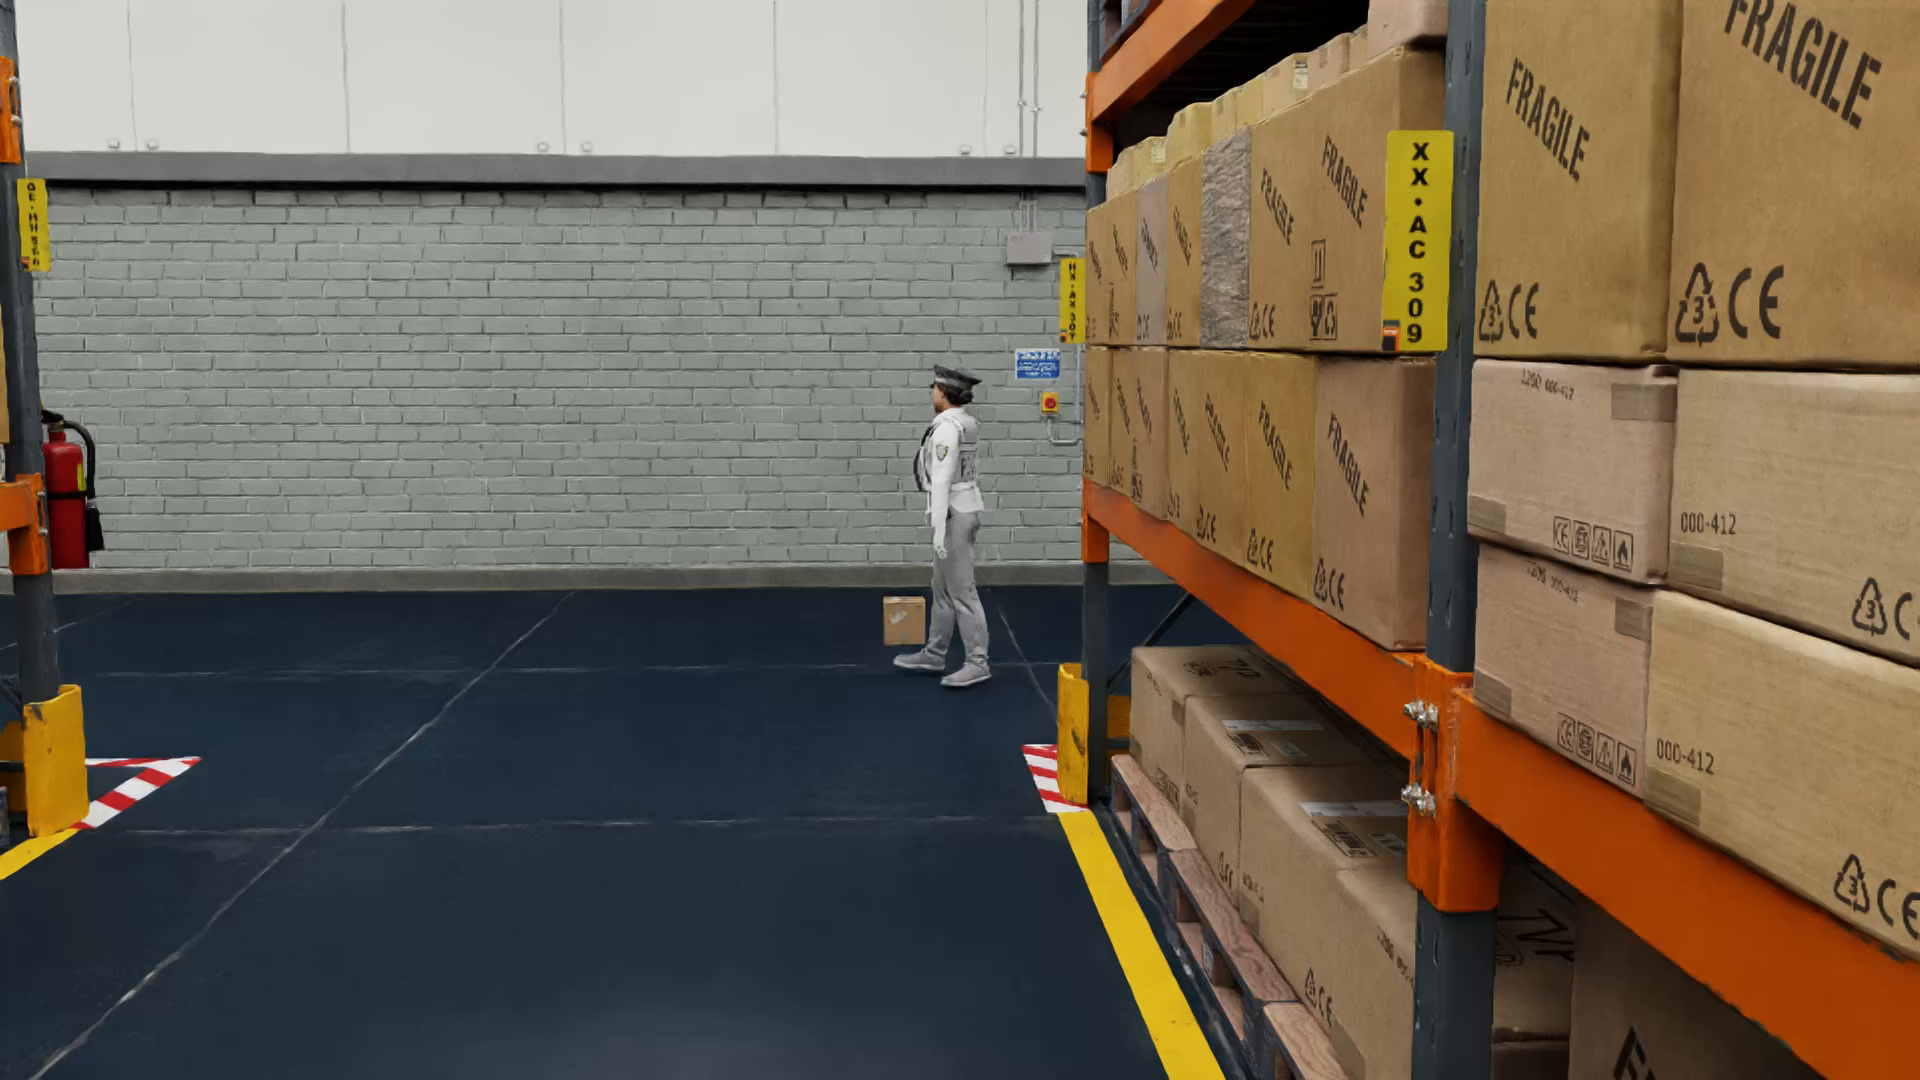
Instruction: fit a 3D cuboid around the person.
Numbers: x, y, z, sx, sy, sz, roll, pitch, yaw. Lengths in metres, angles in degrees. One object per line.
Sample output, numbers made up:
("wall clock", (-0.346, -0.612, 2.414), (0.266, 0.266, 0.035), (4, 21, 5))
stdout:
("person", (-0.095, -0.101, 8.853), (0.589, 1.672, 0.658), (2, 7, 12))
